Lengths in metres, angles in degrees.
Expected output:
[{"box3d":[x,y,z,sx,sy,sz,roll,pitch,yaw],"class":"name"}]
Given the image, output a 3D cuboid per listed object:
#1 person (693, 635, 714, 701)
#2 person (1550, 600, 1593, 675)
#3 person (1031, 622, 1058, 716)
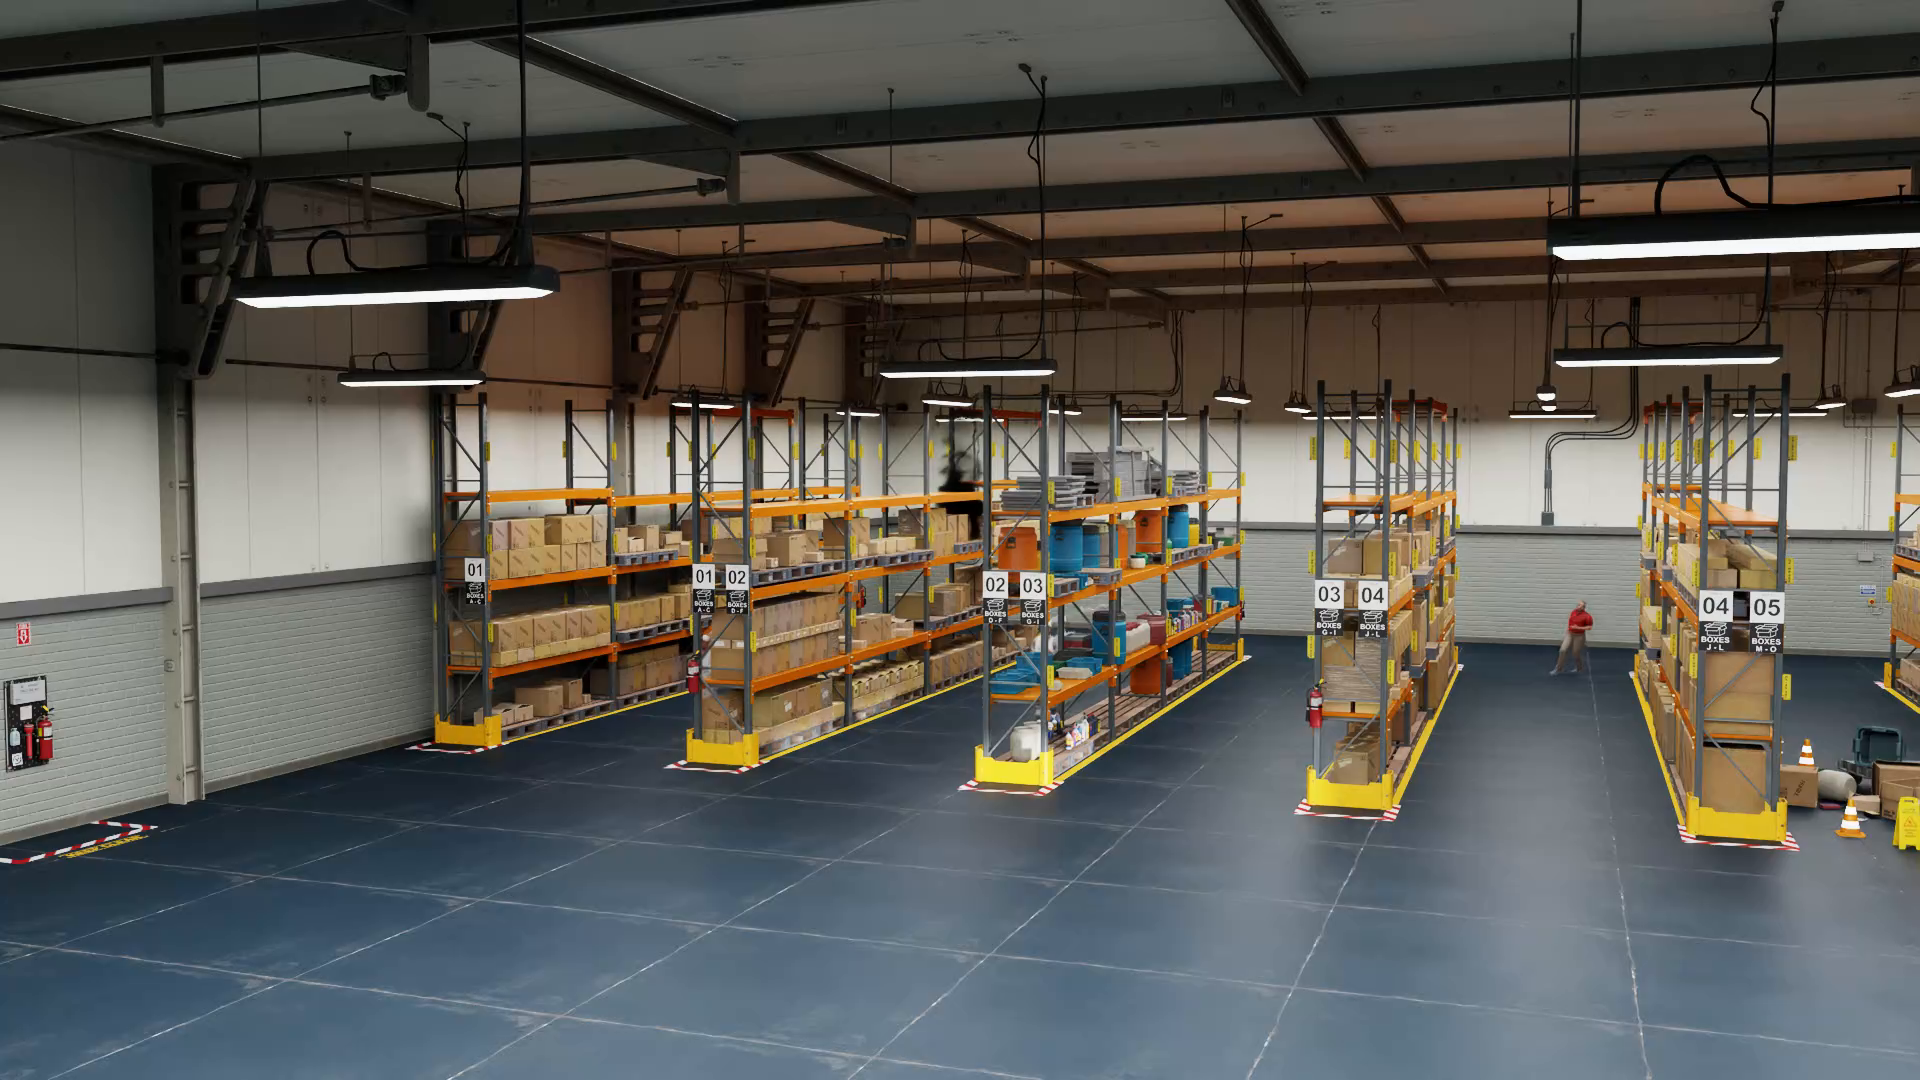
[{"box3d":[-4.478,2.562,29.474,0.650,1.768,0.722,1,3,25],"class":"person"},{"box3d":[13.707,2.174,37.027,0.846,1.685,0.786,-2,4,-38],"class":"person"},{"box3d":[1.621,2.411,31.591,0.656,1.758,0.969,1,3,15],"class":"person"}]
